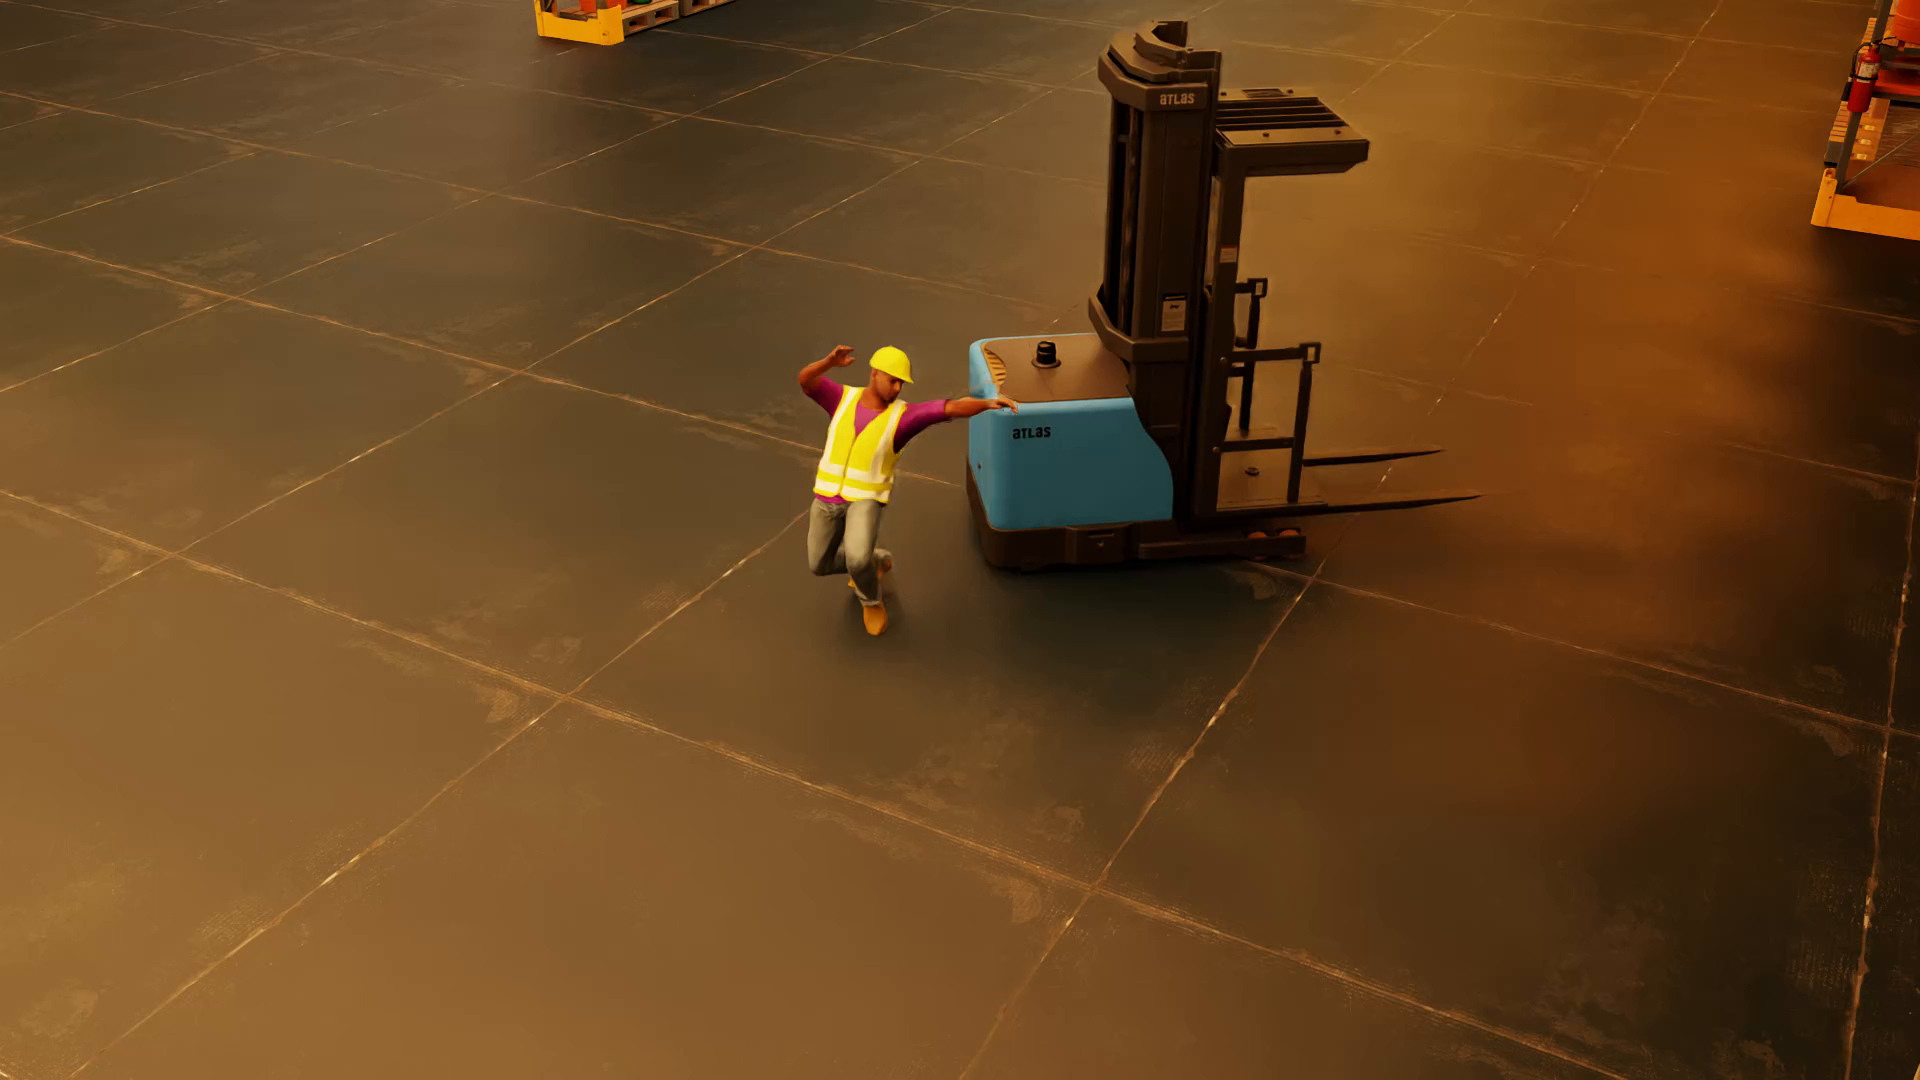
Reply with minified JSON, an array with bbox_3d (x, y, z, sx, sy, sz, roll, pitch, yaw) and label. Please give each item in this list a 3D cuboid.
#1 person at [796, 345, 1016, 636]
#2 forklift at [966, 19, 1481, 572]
[{"bbox_3d":[-0.338,-0.262,8.872,1.153,1.636,0.843,13,32,21],"label":"person"},{"bbox_3d":[1.599,-1.407,9.508,3.031,2.935,1.130,-4,30,-7],"label":"forklift"}]
